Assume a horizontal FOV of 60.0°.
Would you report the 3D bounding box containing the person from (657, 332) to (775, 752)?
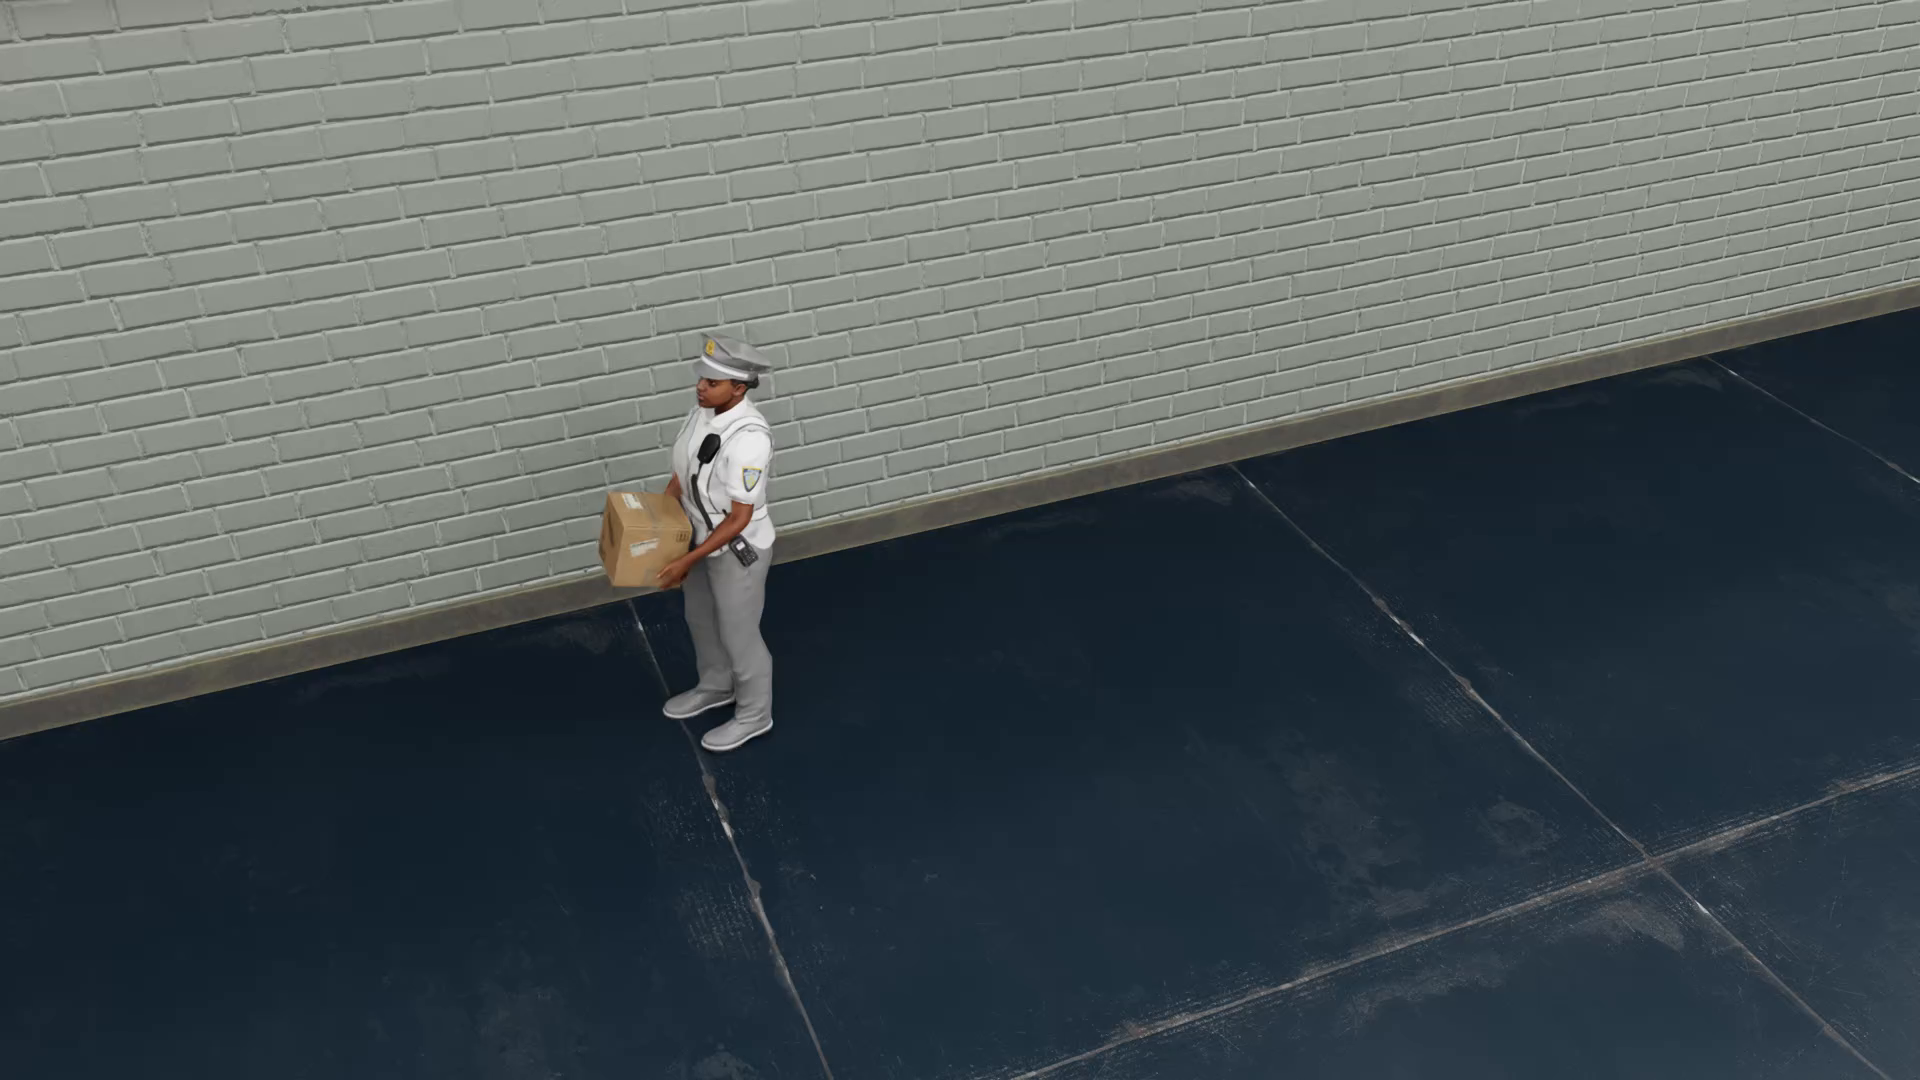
[{"bbox_3d":[-0.912,0.026,6.065,0.519,1.702,0.491,-20,38,-27],"label":"person"}]
